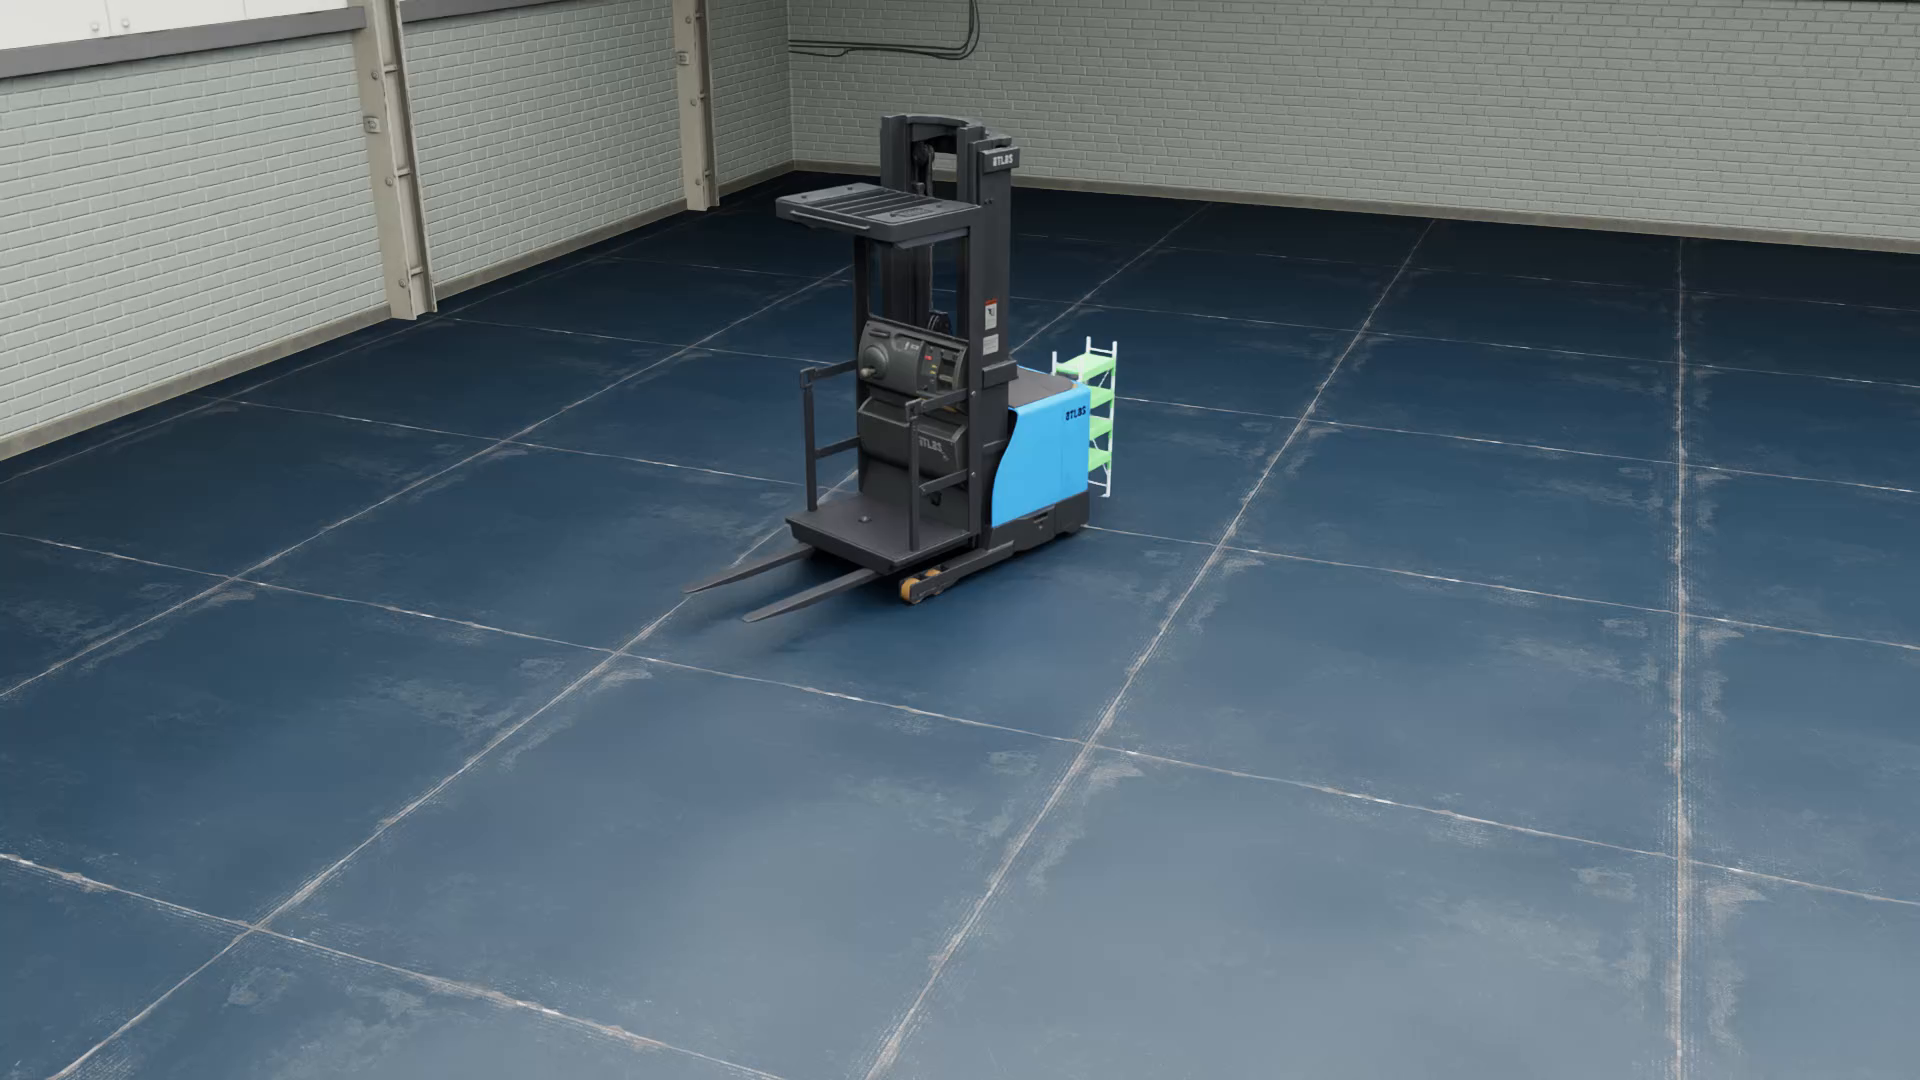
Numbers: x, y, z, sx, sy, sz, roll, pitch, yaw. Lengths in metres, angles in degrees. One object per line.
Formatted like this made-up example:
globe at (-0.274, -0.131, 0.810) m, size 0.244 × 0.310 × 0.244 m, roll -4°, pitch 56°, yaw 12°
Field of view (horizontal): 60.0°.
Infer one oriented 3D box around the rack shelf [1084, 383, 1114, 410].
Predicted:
rack shelf at (0.896, -0.996, 12.112) m, size 0.258 × 0.148 × 0.480 m, roll 15°, pitch 26°, yaw 31°

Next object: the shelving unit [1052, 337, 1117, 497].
shelving unit at (0.894, -0.833, 12.179) m, size 0.258 × 1.200 × 0.503 m, roll 15°, pitch 26°, yaw 31°

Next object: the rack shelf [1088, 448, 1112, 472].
rack shelf at (0.891, -0.552, 12.294) m, size 0.258 × 0.148 × 0.480 m, roll 15°, pitch 26°, yaw 31°

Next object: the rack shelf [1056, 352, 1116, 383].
rack shelf at (0.898, -1.218, 12.021) m, size 0.258 × 0.148 × 0.480 m, roll 15°, pitch 26°, yaw 31°

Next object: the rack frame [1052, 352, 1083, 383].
rack frame at (0.759, -0.757, 11.990) m, size 0.240 × 1.200 × 0.015 m, roll 15°, pitch 26°, yaw 31°

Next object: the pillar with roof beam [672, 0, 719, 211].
pillar with roof beam at (0.504, -8.049, 19.344) m, size 9.100 × 9.000 × 0.400 m, roll 9°, pitch 24°, yaw 20°

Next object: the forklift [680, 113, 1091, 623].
forklift at (-0.463, -1.162, 10.728) m, size 1.130 × 2.935 × 3.031 m, roll 20°, pitch 30°, yaw 40°

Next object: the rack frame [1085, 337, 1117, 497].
rack frame at (1.029, -0.909, 12.367) m, size 0.240 × 1.200 × 0.015 m, roll 15°, pitch 26°, yaw 31°

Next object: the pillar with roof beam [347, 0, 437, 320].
pillar with roof beam at (-1.724, -5.902, 14.204) m, size 9.100 × 9.000 × 0.400 m, roll 9°, pitch 24°, yaw 20°

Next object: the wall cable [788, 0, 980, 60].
wall cable at (-1.171, -8.097, 23.489) m, size 3.097 × 2.526 × 0.112 m, roll 9°, pitch 24°, yaw 20°

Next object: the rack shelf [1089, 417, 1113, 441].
rack shelf at (0.893, -0.774, 12.203) m, size 0.258 × 0.148 × 0.480 m, roll 15°, pitch 26°, yaw 31°
